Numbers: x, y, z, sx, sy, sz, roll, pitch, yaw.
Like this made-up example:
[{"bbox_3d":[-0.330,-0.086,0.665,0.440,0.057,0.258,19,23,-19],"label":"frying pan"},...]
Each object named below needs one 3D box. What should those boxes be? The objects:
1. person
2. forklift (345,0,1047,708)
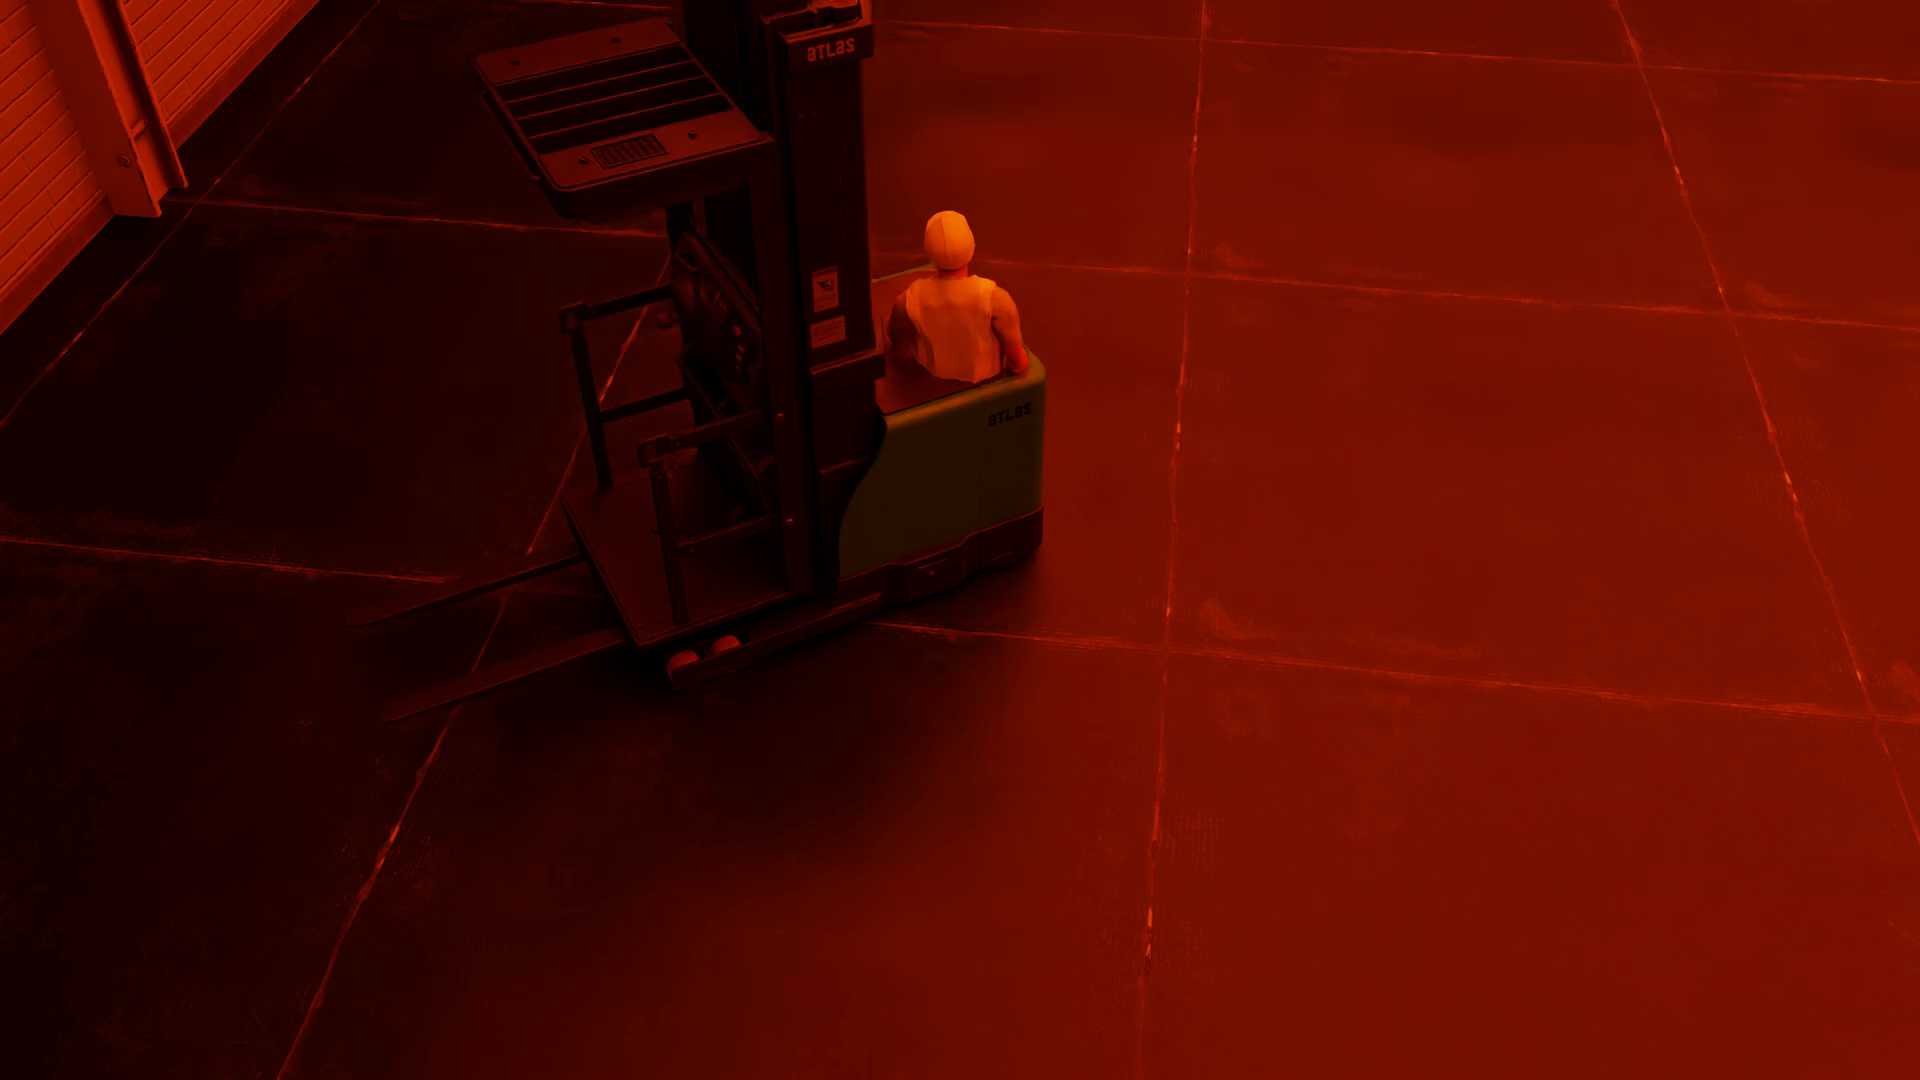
[{"bbox_3d":[0.023,-0.716,7.337,0.637,1.786,0.567,5,43,6],"label":"person"},{"bbox_3d":[-1.172,-0.864,6.665,3.031,2.935,1.130,-17,45,-18],"label":"forklift"}]
